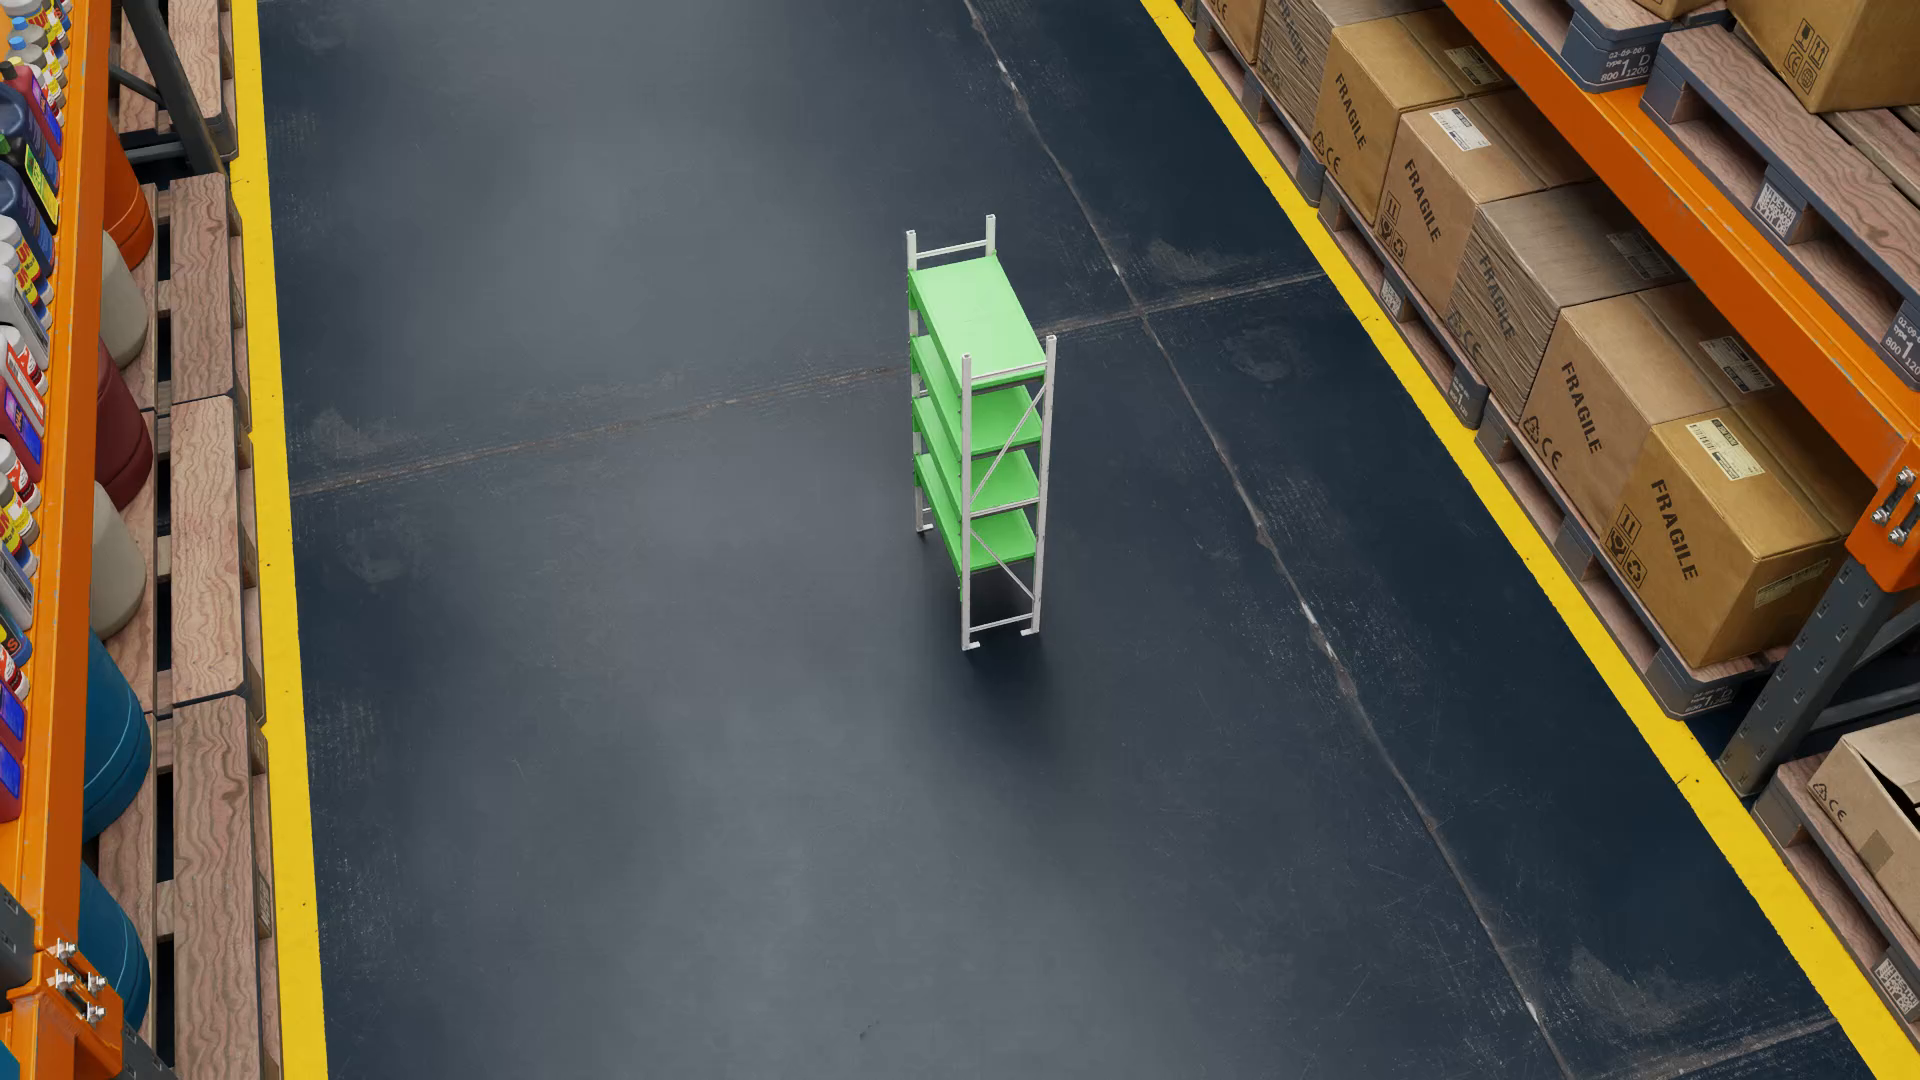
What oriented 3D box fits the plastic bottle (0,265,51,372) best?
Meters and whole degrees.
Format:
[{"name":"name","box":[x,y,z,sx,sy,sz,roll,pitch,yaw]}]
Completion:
[{"name":"plastic bottle","box":[-2.216,-0.513,3.802,0.152,0.276,0.135,-13,51,-11]}]

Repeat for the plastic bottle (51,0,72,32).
[{"name":"plastic bottle","box":[-2.613,-1.565,4.692,0.097,0.271,0.097,0,50,0]}]

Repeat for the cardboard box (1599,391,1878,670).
[{"name":"cardboard box","box":[2.213,-0.032,4.662,0.500,0.500,0.500,-14,51,-11]}]

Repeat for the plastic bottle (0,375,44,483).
[{"name":"plastic bottle","box":[-2.064,-0.259,3.582,0.061,0.283,0.133,-13,51,-11]}]

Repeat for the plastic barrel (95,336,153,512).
[{"name":"plastic barrel","box":[-2.788,-0.385,4.915,0.600,0.588,0.708,-13,51,-11]}]

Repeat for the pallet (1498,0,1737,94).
[{"name":"pallet","box":[2.029,-1.841,4.965,1.003,0.211,1.213,-13,51,-11]}]

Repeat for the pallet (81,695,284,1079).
[{"name":"pallet","box":[-2.289,1.043,4.233,1.003,0.211,1.213,-13,51,-11]}]

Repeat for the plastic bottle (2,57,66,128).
[{"name":"plastic bottle","box":[-2.470,-1.187,4.419,0.097,0.201,0.097,0,50,0]}]

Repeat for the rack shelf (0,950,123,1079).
[{"name":"rack shelf","box":[-1.509,2.409,1.728,1.077,0.370,4.000,-13,51,-11]}]

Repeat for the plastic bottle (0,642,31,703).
[{"name":"plastic bottle","box":[-1.892,0.239,3.217,0.097,0.201,0.097,0,50,0]}]

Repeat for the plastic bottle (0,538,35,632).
[{"name":"plastic bottle","box":[-1.981,0.065,3.314,0.152,0.276,0.135,-13,51,-11]}]

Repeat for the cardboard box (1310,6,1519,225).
[{"name":"cardboard box","box":[1.615,-1.512,5.910,0.500,0.500,0.500,-14,51,-11]}]

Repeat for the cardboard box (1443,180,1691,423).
[{"name":"cardboard box","box":[1.927,-0.762,5.277,0.500,0.500,0.500,-13,51,-11]}]

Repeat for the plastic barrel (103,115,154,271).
[{"name":"plastic barrel","box":[-3.122,-1.287,5.518,0.600,0.830,0.708,-13,51,-11]}]

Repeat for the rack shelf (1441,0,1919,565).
[{"name":"rack shelf","box":[2.041,-1.629,5.132,1.077,0.370,4.000,-13,51,-11]}]

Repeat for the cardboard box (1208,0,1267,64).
[{"name":"cardboard box","box":[1.311,-2.261,6.541,0.500,0.500,0.500,-11,51,-9]}]

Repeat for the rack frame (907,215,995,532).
[{"name":"rack frame","box":[-0.023,-0.444,4.840,0.240,1.200,0.015,-13,51,-11]}]

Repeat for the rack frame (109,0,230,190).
[{"name":"rack frame","box":[-3.283,-2.205,5.147,1.000,3.000,0.127,-13,51,-11]}]

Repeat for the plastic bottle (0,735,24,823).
[{"name":"plastic bottle","box":[-1.801,0.390,3.036,0.061,0.283,0.133,-13,51,-11]}]

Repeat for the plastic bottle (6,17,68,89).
[{"name":"plastic bottle","box":[-2.527,-1.329,4.539,0.097,0.201,0.097,0,50,0]}]

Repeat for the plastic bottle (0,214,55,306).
[{"name":"plastic bottle","box":[-2.252,-0.674,3.940,0.097,0.271,0.097,0,50,0]}]

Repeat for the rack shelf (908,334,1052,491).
[{"name":"rack shelf","box":[0.049,-0.379,4.555,0.258,0.148,0.480,-13,51,-11]}]

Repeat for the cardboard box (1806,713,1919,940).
[{"name":"cardboard box","box":[2.550,0.680,4.186,0.500,0.311,0.500,-13,51,-11]}]

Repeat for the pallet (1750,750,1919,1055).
[{"name":"pallet","box":[2.835,1.000,4.269,1.003,0.211,1.213,-13,51,-11]}]

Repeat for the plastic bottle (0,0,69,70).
[{"name":"plastic bottle","box":[-2.556,-1.423,4.572,0.097,0.271,0.097,0,50,0]}]

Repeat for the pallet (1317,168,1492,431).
[{"name":"pallet","box":[1.992,-0.980,5.938,1.003,0.211,1.213,-13,51,-11]}]

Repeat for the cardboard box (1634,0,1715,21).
[{"name":"cardboard box","box":[2.051,-1.845,4.503,0.700,0.500,0.500,-25,54,-20]}]

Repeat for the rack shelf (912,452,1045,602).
[{"name":"rack shelf","box":[0.049,-0.070,4.922,0.258,0.148,0.480,-13,51,-11]}]

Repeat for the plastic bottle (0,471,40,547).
[{"name":"plastic bottle","box":[-2.018,-0.073,3.479,0.097,0.201,0.097,0,50,0]}]

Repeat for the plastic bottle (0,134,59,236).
[{"name":"plastic bottle","box":[-2.324,-0.901,4.124,0.061,0.283,0.133,-13,51,-11]}]

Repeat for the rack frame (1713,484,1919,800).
[{"name":"rack frame","box":[2.633,-0.401,3.626,1.000,3.000,0.127,-13,51,-11]}]

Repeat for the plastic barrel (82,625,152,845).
[{"name":"plastic barrel","box":[-2.454,0.339,4.100,0.600,0.901,0.708,-13,51,-11]}]

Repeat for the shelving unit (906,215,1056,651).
[{"name":"shelving unit","box":[0.049,-0.266,4.689,0.258,1.200,0.503,-13,51,-11]}]

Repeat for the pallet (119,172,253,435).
[{"name":"pallet","box":[-3.010,-0.740,5.735,1.003,0.211,1.213,-13,51,-11]}]
